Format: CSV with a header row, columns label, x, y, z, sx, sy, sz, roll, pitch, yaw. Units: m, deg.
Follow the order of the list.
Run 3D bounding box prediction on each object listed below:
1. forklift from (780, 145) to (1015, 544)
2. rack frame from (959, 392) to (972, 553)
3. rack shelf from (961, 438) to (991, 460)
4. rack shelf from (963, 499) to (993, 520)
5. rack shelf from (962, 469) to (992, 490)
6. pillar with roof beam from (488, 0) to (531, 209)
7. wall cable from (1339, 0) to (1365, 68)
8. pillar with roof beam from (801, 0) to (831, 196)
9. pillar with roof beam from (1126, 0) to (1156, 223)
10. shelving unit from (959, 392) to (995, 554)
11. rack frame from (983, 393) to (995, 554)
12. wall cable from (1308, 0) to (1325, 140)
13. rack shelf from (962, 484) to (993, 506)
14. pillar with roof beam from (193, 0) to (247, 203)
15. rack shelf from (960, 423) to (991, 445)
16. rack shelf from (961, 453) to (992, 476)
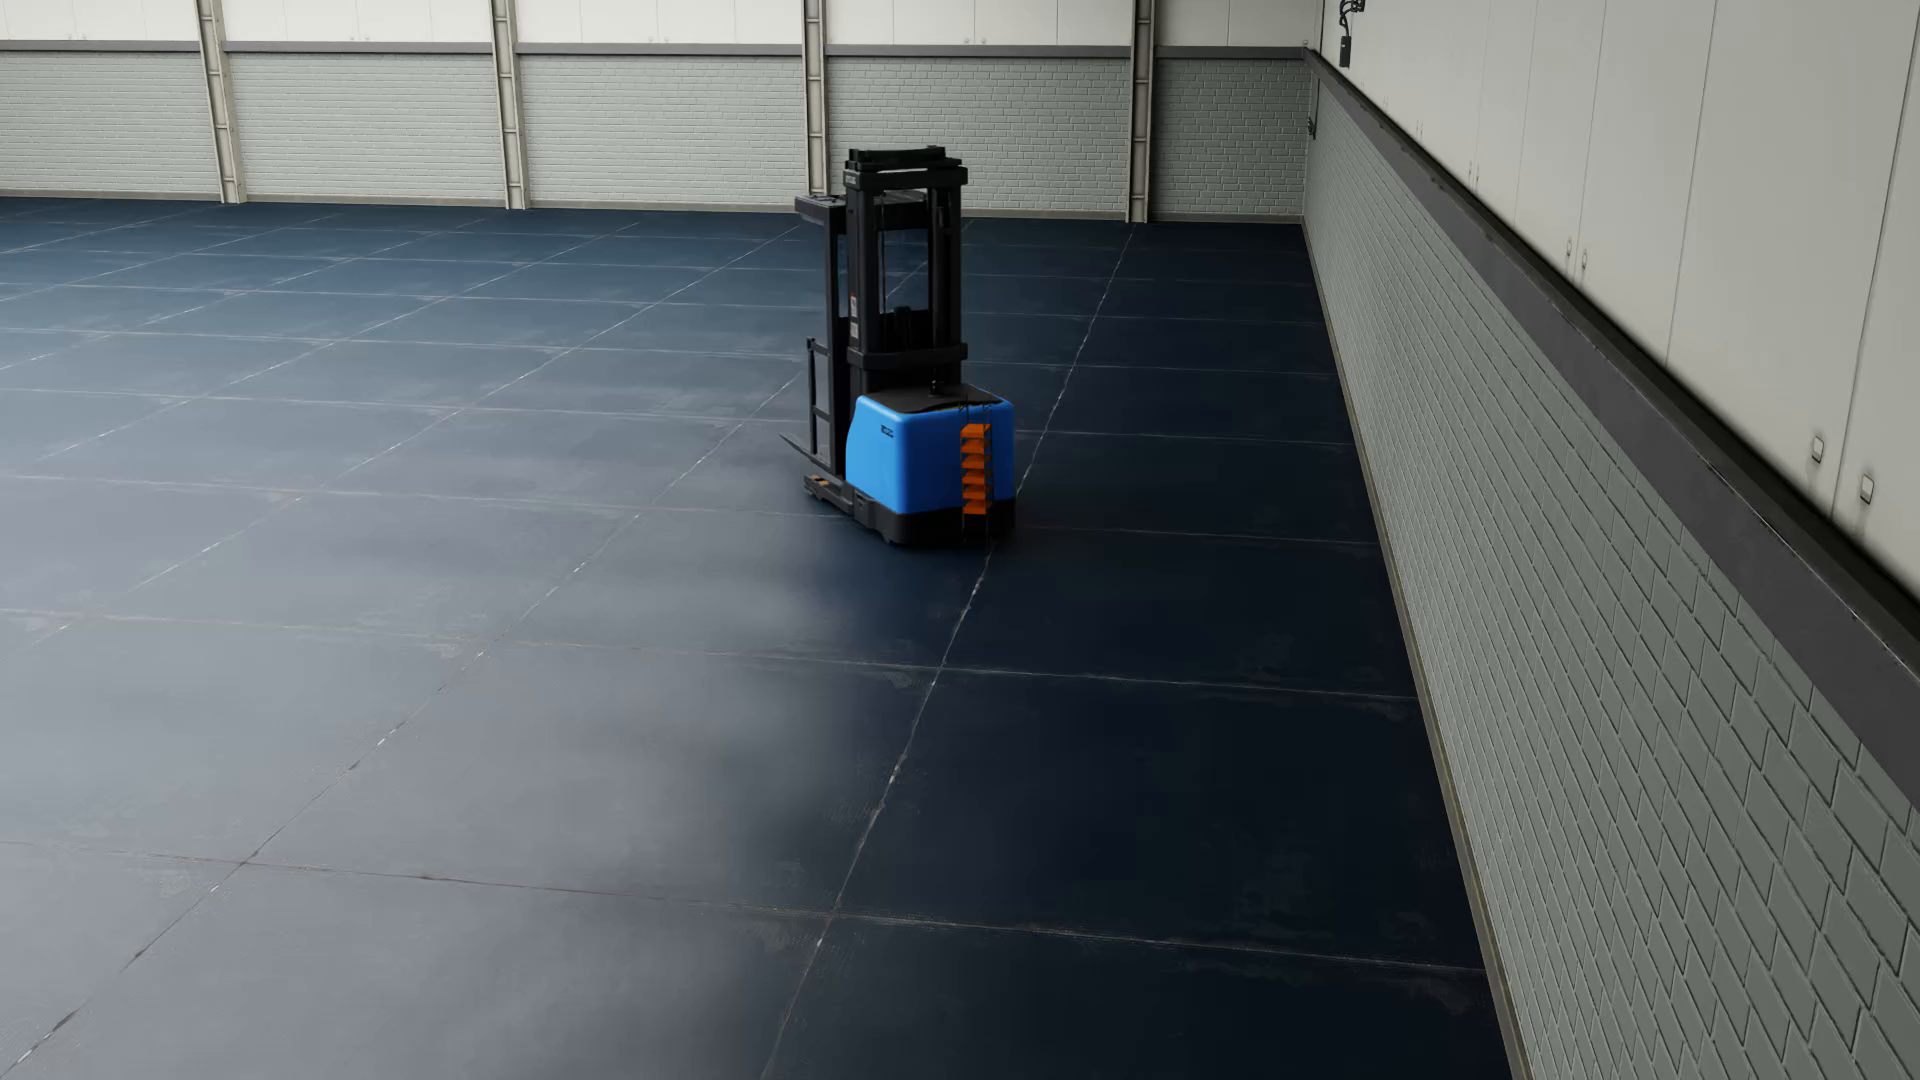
label,x,y,z,sx,sy,sz,roll,pitch,yaw
forklift,-0.678,-1.781,13.773,1.130,2.935,3.031,-9,21,-25
rack frame,0.043,-0.509,12.647,0.006,1.200,0.240,3,20,15
rack shelf,0.125,-0.688,12.559,0.180,0.103,0.258,3,20,15
rack shelf,0.141,-0.236,12.718,0.180,0.103,0.258,3,20,15
rack shelf,0.133,-0.462,12.639,0.180,0.103,0.258,3,20,15
pillar with roof beam,-9.277,-9.383,26.932,0.400,9.000,9.100,3,19,9
wall cable,4.432,-8.205,18.050,0.169,6.003,2.305,3,19,9
pillar with roof beam,-3.353,-9.081,26.029,0.400,9.000,9.100,3,19,9
pillar with roof beam,2.571,-8.779,25.127,0.400,9.000,9.100,3,19,9
shelving unit,0.132,-0.504,12.624,0.189,1.200,0.258,3,20,15
rack frame,0.220,-0.499,12.601,0.006,1.200,0.240,3,20,15
wall cable,5.953,-8.093,27.969,0.112,2.526,3.097,3,19,9
rack shelf,0.137,-0.349,12.678,0.180,0.103,0.258,3,20,15
pillar with roof beam,-15.201,-9.685,27.834,0.400,9.000,9.100,3,19,9
rack shelf,0.121,-0.801,12.519,0.180,0.103,0.258,3,20,15
rack shelf,0.129,-0.575,12.599,0.180,0.103,0.258,3,20,15
